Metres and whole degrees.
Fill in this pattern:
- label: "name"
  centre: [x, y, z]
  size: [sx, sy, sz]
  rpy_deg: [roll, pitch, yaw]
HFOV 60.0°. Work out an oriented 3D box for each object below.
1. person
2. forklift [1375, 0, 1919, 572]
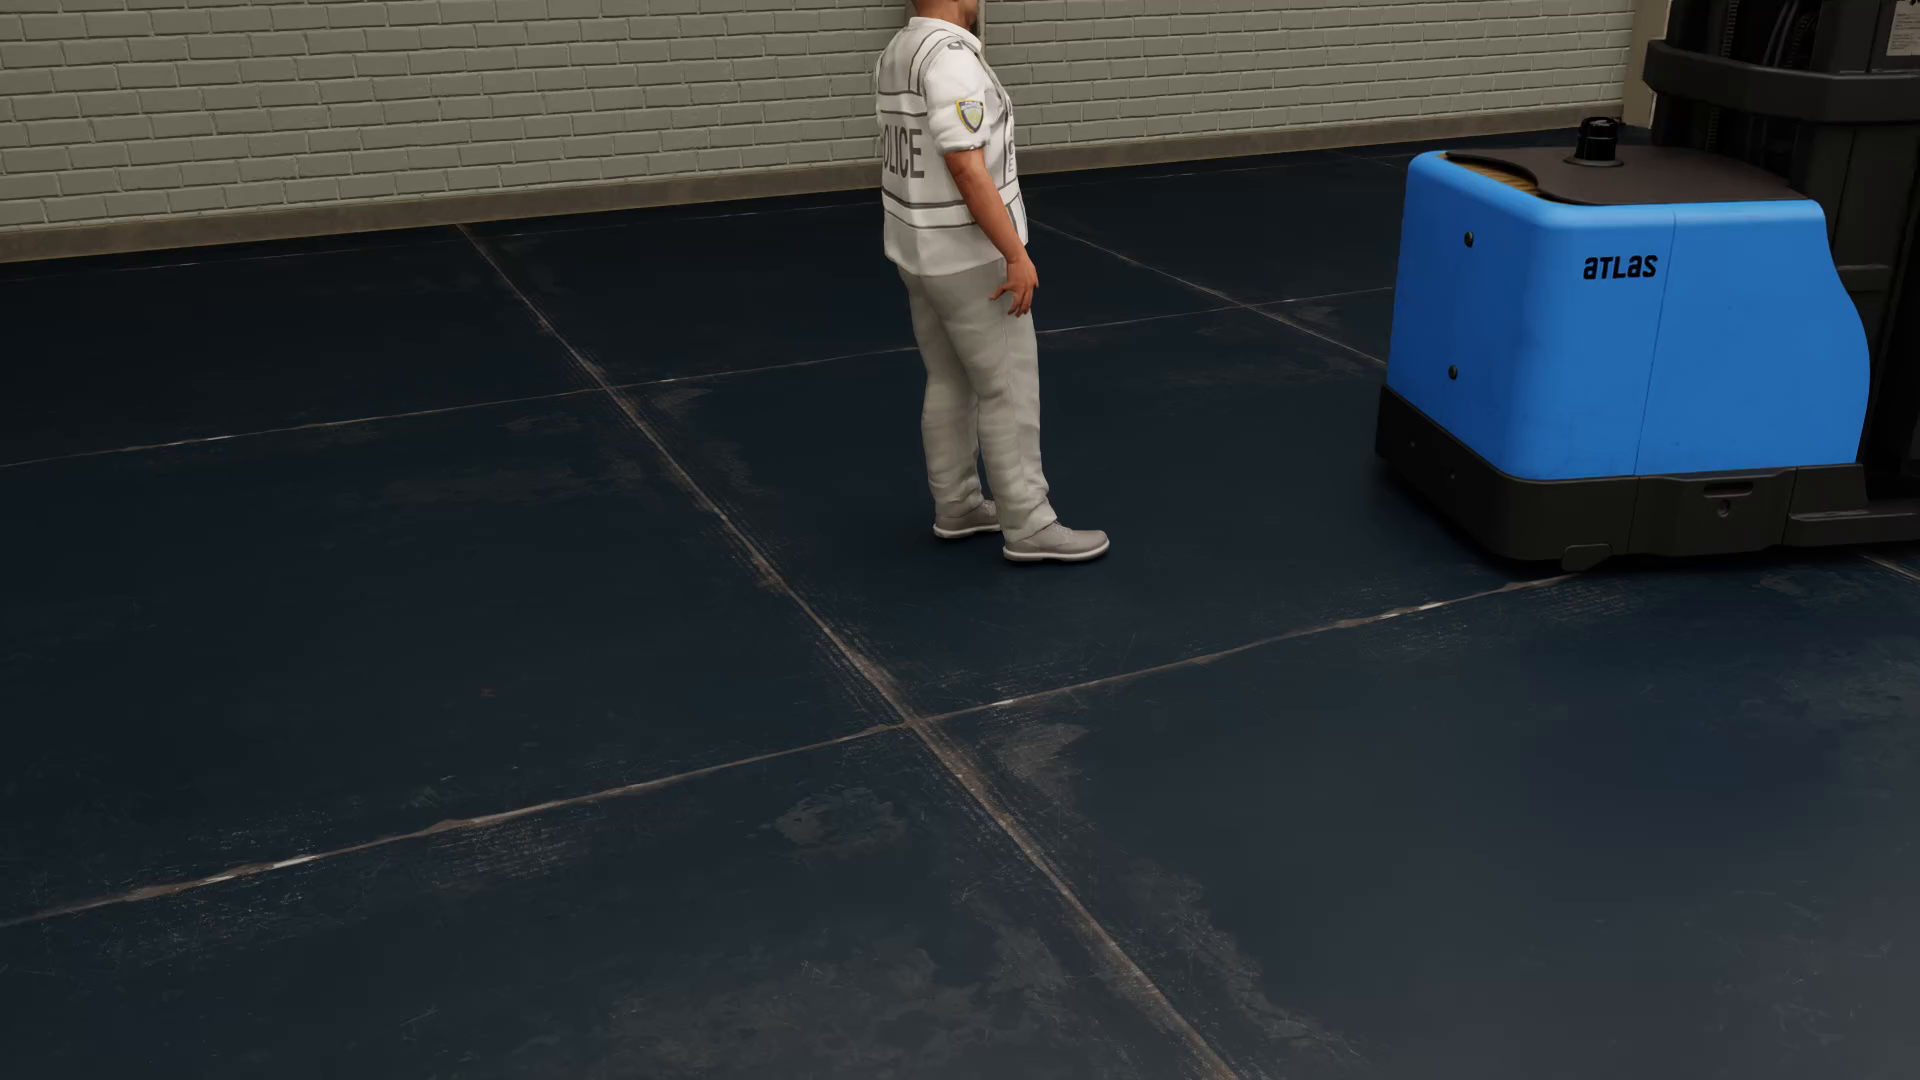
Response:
- label: "person"
  centre: [0.076, -0.839, 4.783]
  size: [0.574, 1.780, 0.641]
  rpy_deg: [-10, 25, -23]
- label: "forklift"
  centre: [2.970, -1.509, 4.919]
  size: [3.031, 2.935, 1.130]
  rpy_deg: [-3, 23, -8]
